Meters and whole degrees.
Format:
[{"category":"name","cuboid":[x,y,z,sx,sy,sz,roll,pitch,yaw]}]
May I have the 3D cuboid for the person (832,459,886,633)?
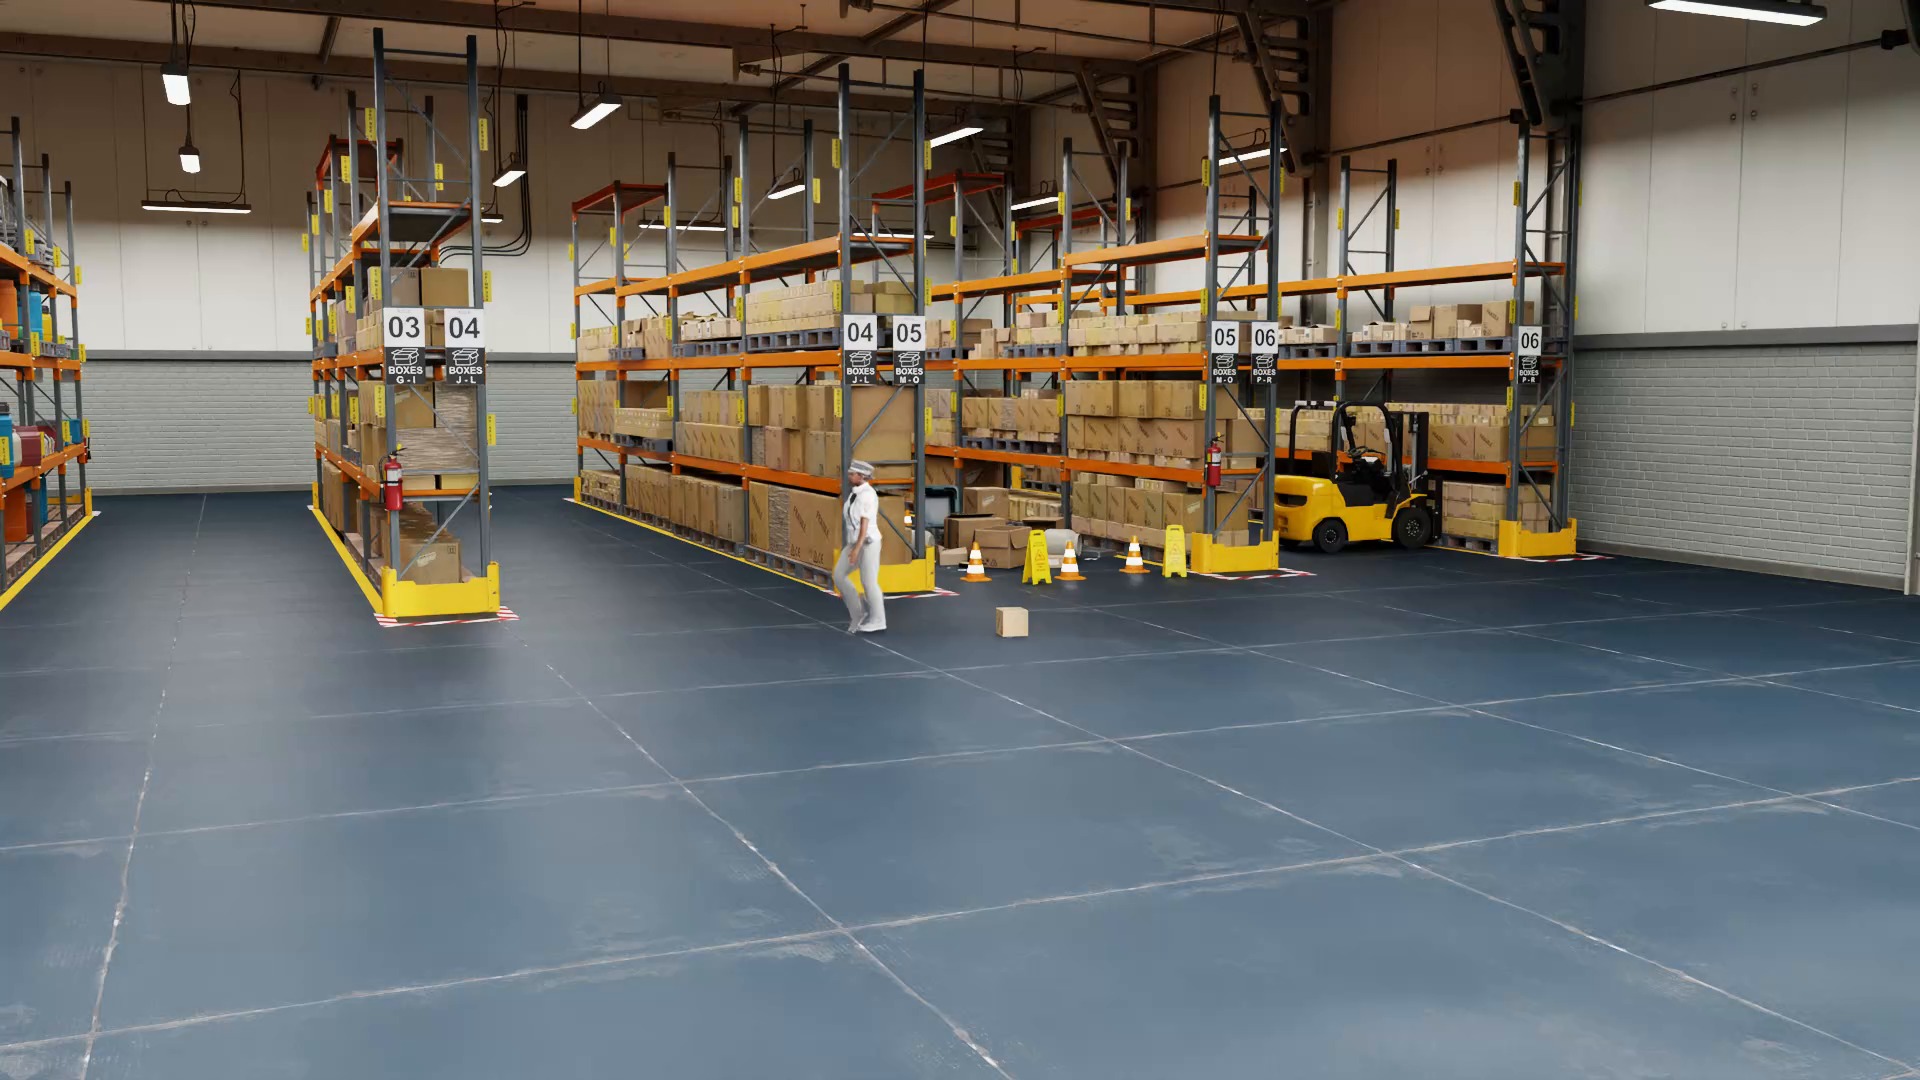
[{"category":"person","cuboid":[-0.961,0.082,16.108,0.483,1.743,0.464,-2,6,-22]}]
